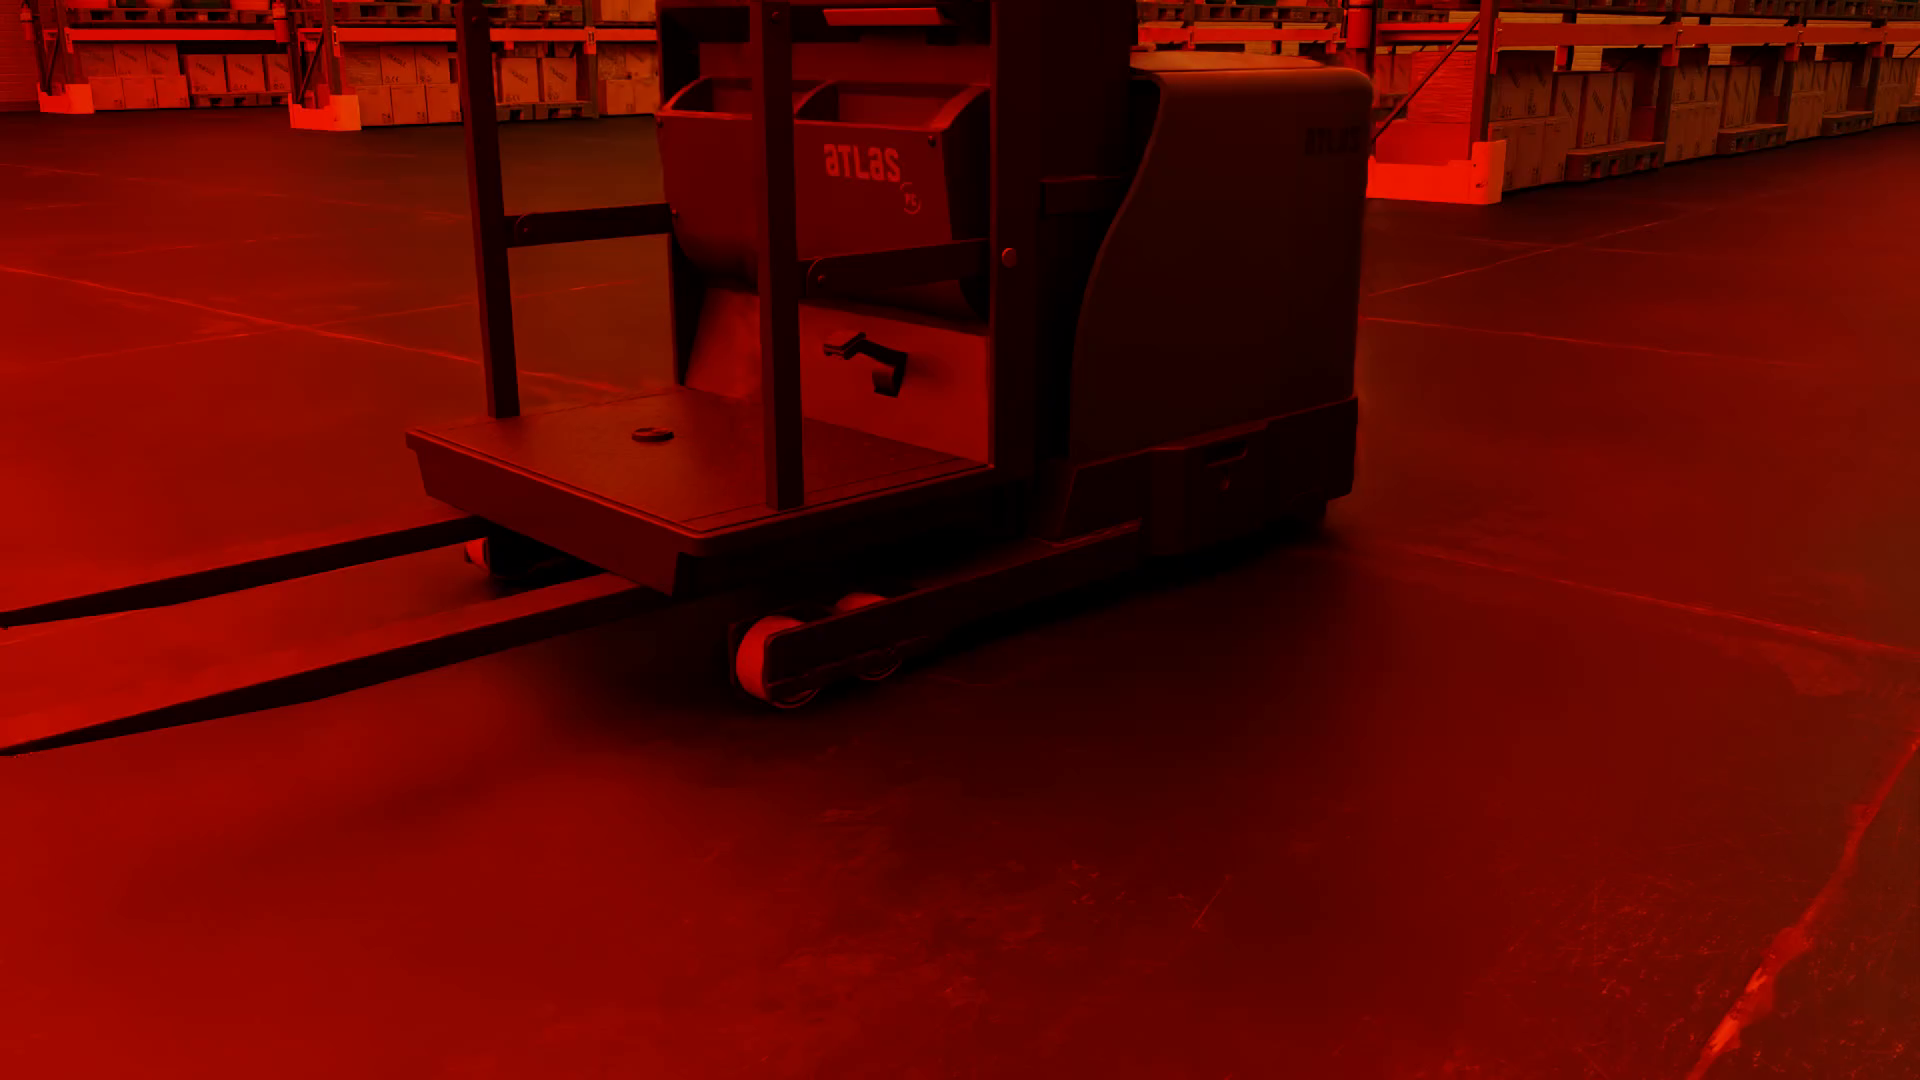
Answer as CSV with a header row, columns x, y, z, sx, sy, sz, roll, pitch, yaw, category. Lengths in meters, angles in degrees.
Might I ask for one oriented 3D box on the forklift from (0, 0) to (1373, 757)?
x,y,z,sx,sy,sz,roll,pitch,yaw,category
-0.450,-1.272,3.086,3.031,2.935,1.130,-15,23,-41,forklift
